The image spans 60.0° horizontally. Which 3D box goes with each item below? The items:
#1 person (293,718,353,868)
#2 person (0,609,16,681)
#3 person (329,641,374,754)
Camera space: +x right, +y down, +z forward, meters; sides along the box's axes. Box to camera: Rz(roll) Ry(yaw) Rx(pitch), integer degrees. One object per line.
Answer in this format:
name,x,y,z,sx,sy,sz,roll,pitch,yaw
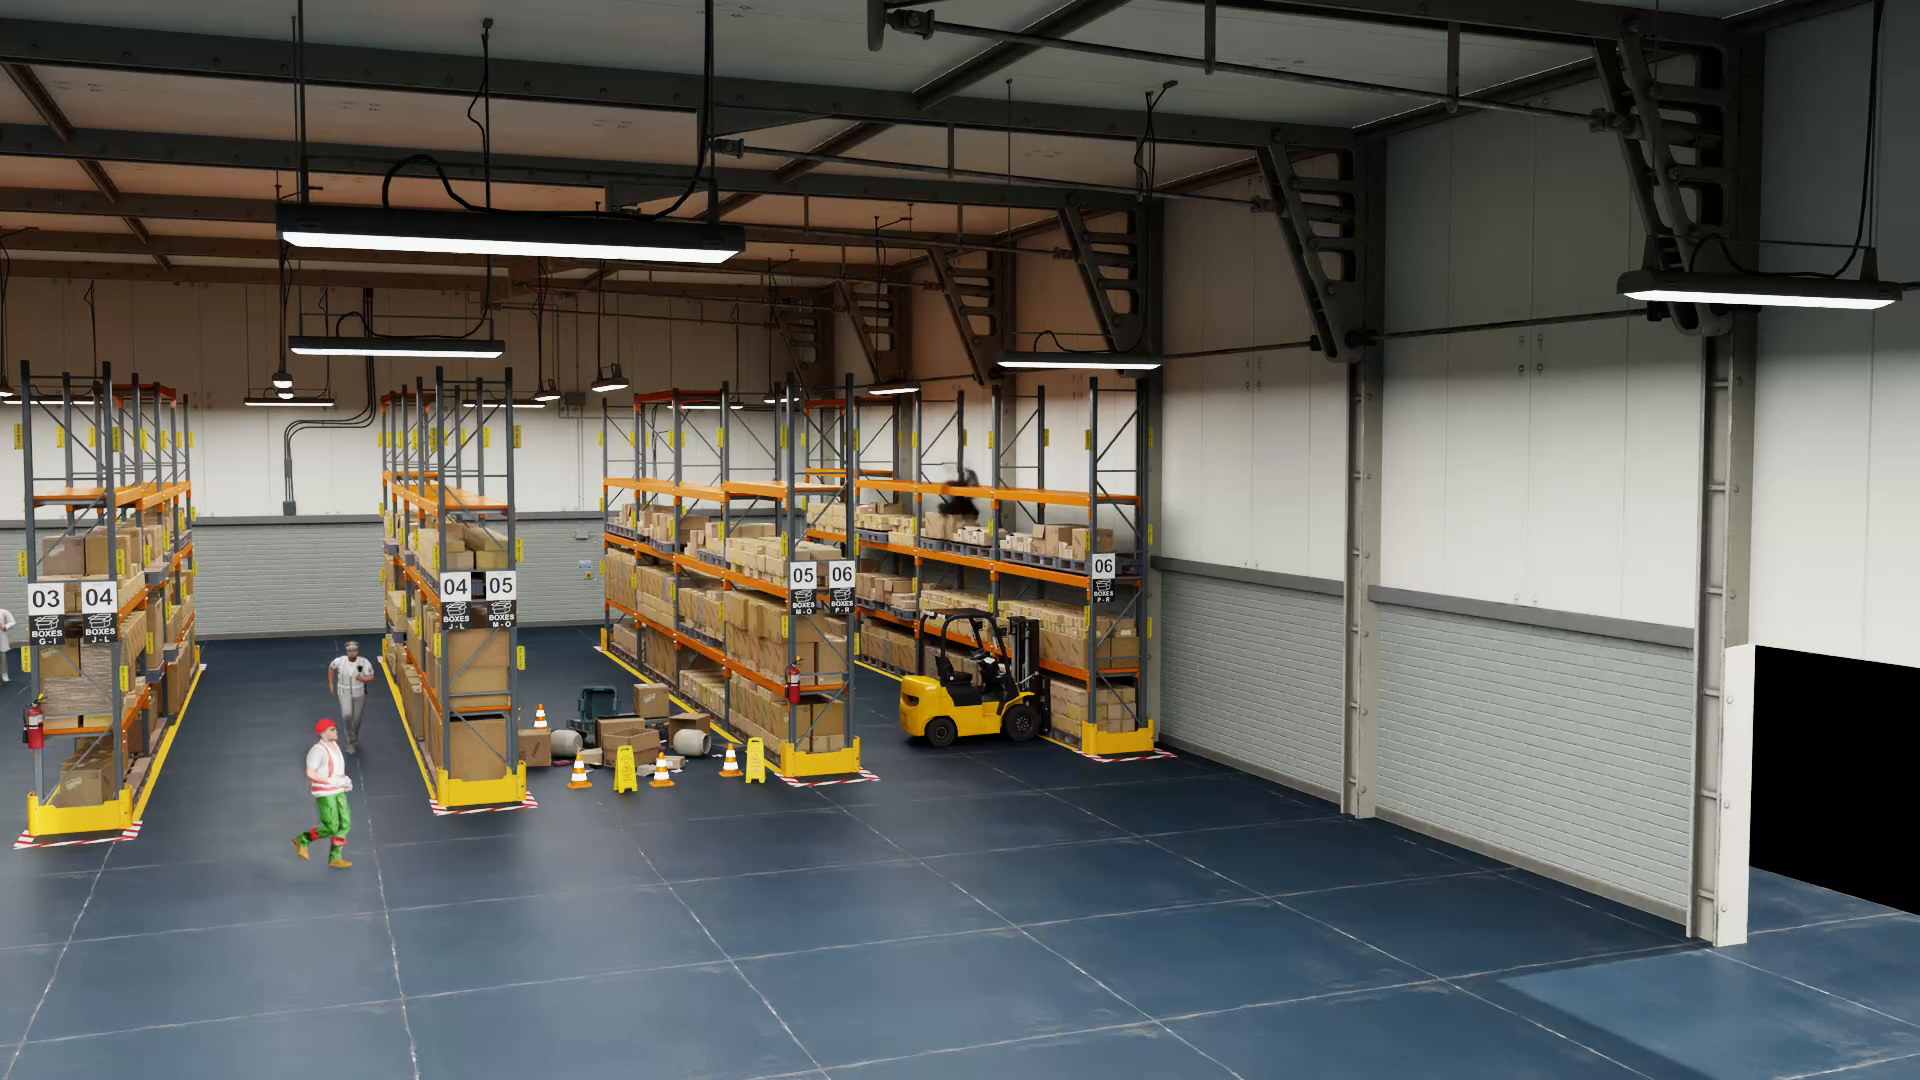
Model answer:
person,-7.430,2.956,19.451,0.714,1.749,0.653,0,3,8
person,-19.693,2.073,33.928,0.774,1.810,0.950,-2,4,-28
person,-9.800,2.521,26.804,0.686,1.828,0.875,-1,4,-21
